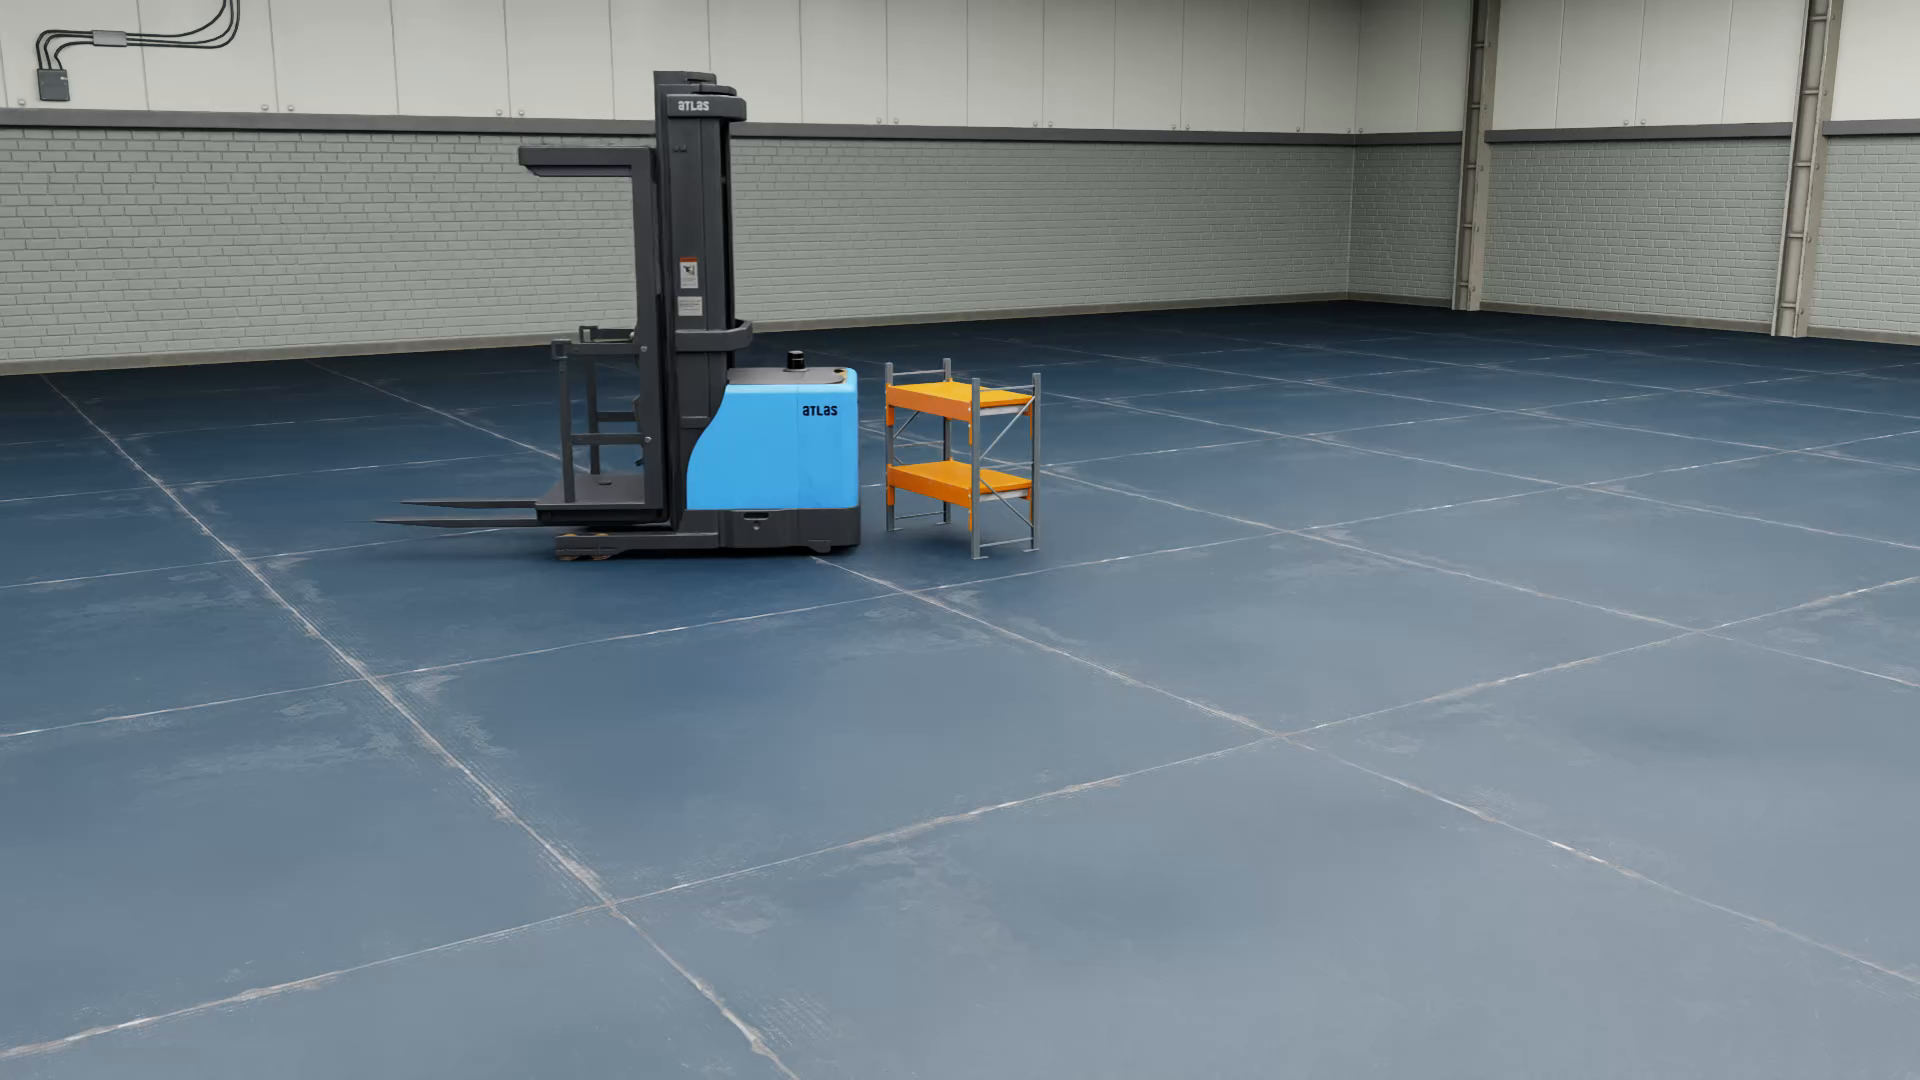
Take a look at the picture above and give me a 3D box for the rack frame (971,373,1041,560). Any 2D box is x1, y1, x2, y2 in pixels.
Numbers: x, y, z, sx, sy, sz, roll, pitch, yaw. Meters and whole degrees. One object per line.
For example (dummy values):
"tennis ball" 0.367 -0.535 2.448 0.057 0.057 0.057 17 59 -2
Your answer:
"rack frame" 0.285 -0.458 10.323 0.500 1.125 0.032 -8 15 -33

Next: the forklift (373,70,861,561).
"forklift" -2.163 -1.421 10.498 3.031 2.935 1.130 -1 12 -3

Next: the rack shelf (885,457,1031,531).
"rack shelf" 0.004 -0.309 10.788 0.538 0.278 1.000 -8 15 -33

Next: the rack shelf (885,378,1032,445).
"rack shelf" 0.004 -0.834 10.674 0.538 0.278 1.000 -8 15 -33

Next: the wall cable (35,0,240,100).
"wall cable" -9.828 -8.235 19.496 2.305 6.003 0.169 -8 15 -33

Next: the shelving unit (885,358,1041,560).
"shelving unit" 0.004 -0.548 10.736 0.538 1.125 1.048 -8 15 -33

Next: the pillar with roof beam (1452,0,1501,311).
"pillar with roof beam" 5.431 -7.991 26.341 9.100 9.000 0.400 -8 15 -33

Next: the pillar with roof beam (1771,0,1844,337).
"pillar with roof beam" 8.755 -6.924 21.462 9.100 9.000 0.400 -8 15 -33

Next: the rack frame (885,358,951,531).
"rack frame" -0.278 -0.639 11.150 0.500 1.125 0.032 -8 15 -33
